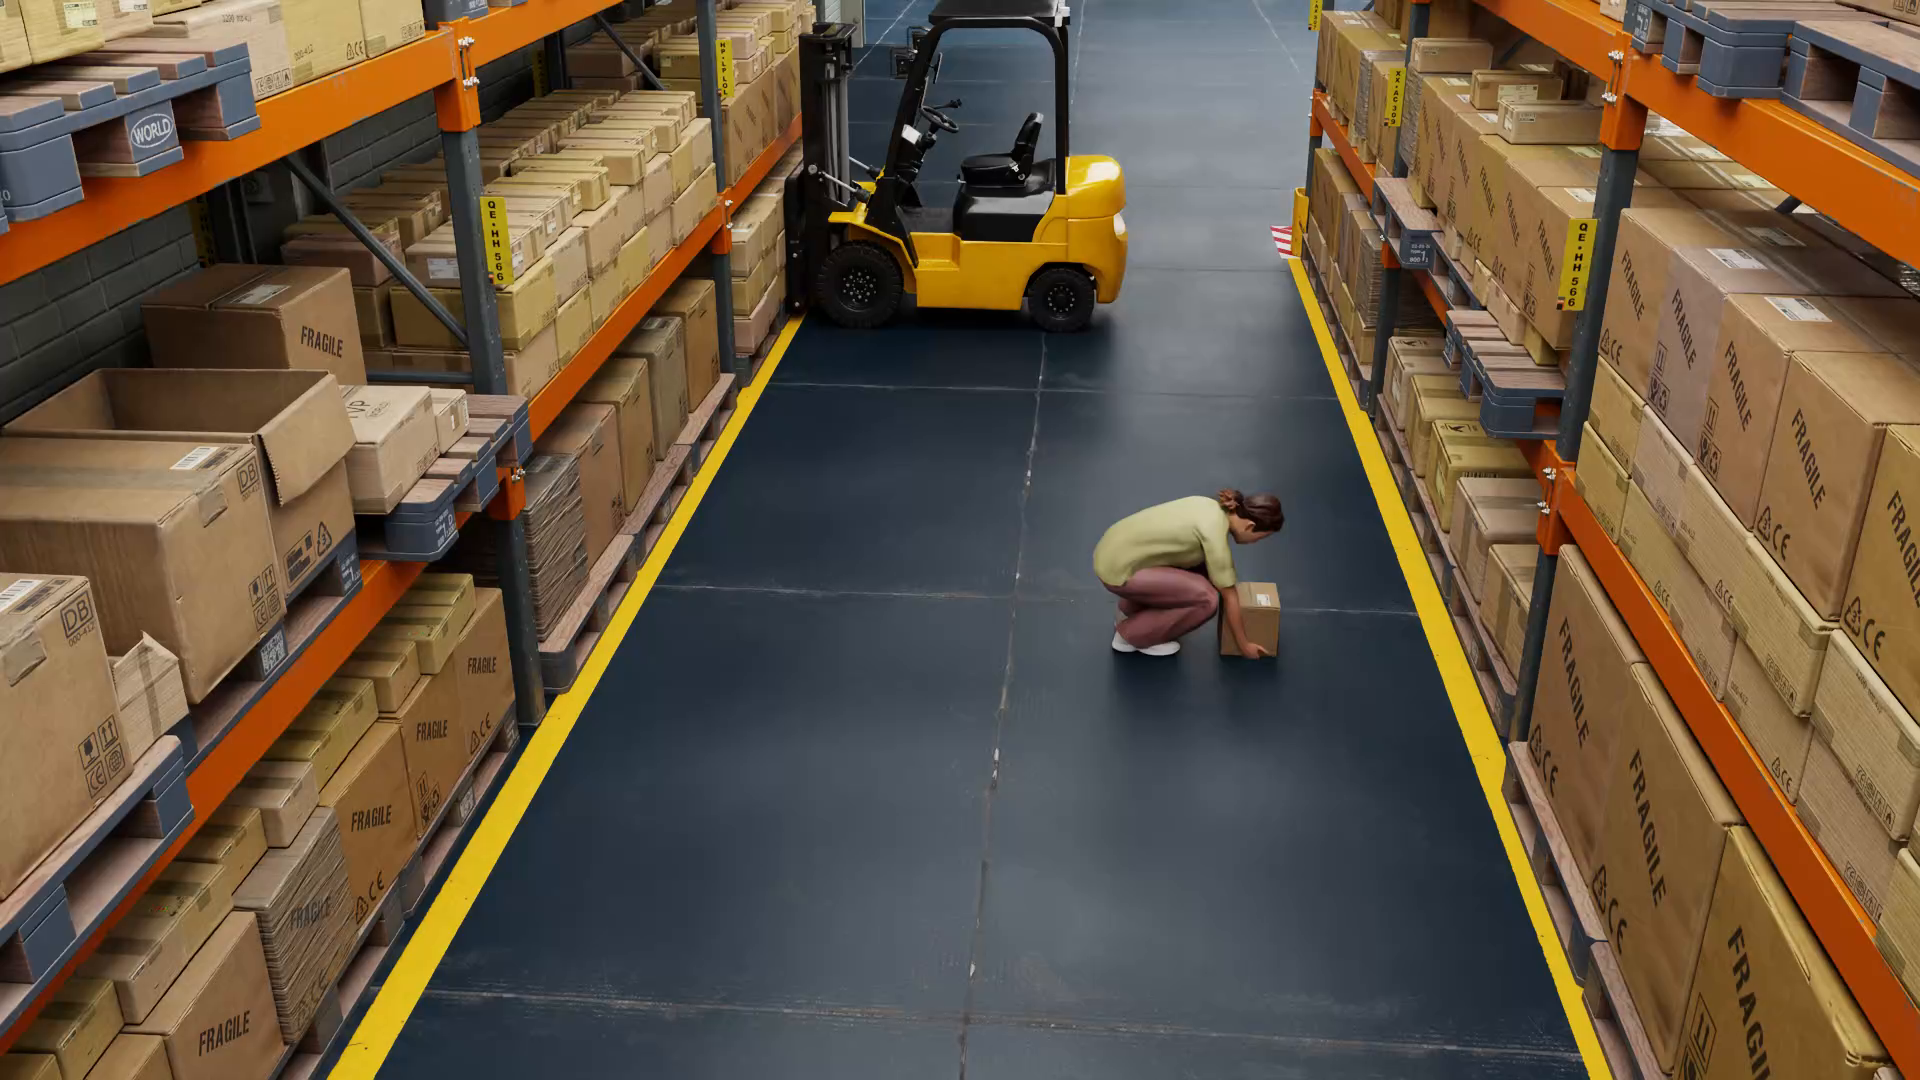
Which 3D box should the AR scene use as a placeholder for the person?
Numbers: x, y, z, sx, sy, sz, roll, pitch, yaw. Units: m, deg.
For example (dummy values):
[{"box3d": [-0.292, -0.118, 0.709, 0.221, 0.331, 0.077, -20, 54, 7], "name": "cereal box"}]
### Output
[{"box3d": [1.016, 0.152, 7.481, 0.836, 0.816, 0.471, 2, 25, 3], "name": "person"}]
